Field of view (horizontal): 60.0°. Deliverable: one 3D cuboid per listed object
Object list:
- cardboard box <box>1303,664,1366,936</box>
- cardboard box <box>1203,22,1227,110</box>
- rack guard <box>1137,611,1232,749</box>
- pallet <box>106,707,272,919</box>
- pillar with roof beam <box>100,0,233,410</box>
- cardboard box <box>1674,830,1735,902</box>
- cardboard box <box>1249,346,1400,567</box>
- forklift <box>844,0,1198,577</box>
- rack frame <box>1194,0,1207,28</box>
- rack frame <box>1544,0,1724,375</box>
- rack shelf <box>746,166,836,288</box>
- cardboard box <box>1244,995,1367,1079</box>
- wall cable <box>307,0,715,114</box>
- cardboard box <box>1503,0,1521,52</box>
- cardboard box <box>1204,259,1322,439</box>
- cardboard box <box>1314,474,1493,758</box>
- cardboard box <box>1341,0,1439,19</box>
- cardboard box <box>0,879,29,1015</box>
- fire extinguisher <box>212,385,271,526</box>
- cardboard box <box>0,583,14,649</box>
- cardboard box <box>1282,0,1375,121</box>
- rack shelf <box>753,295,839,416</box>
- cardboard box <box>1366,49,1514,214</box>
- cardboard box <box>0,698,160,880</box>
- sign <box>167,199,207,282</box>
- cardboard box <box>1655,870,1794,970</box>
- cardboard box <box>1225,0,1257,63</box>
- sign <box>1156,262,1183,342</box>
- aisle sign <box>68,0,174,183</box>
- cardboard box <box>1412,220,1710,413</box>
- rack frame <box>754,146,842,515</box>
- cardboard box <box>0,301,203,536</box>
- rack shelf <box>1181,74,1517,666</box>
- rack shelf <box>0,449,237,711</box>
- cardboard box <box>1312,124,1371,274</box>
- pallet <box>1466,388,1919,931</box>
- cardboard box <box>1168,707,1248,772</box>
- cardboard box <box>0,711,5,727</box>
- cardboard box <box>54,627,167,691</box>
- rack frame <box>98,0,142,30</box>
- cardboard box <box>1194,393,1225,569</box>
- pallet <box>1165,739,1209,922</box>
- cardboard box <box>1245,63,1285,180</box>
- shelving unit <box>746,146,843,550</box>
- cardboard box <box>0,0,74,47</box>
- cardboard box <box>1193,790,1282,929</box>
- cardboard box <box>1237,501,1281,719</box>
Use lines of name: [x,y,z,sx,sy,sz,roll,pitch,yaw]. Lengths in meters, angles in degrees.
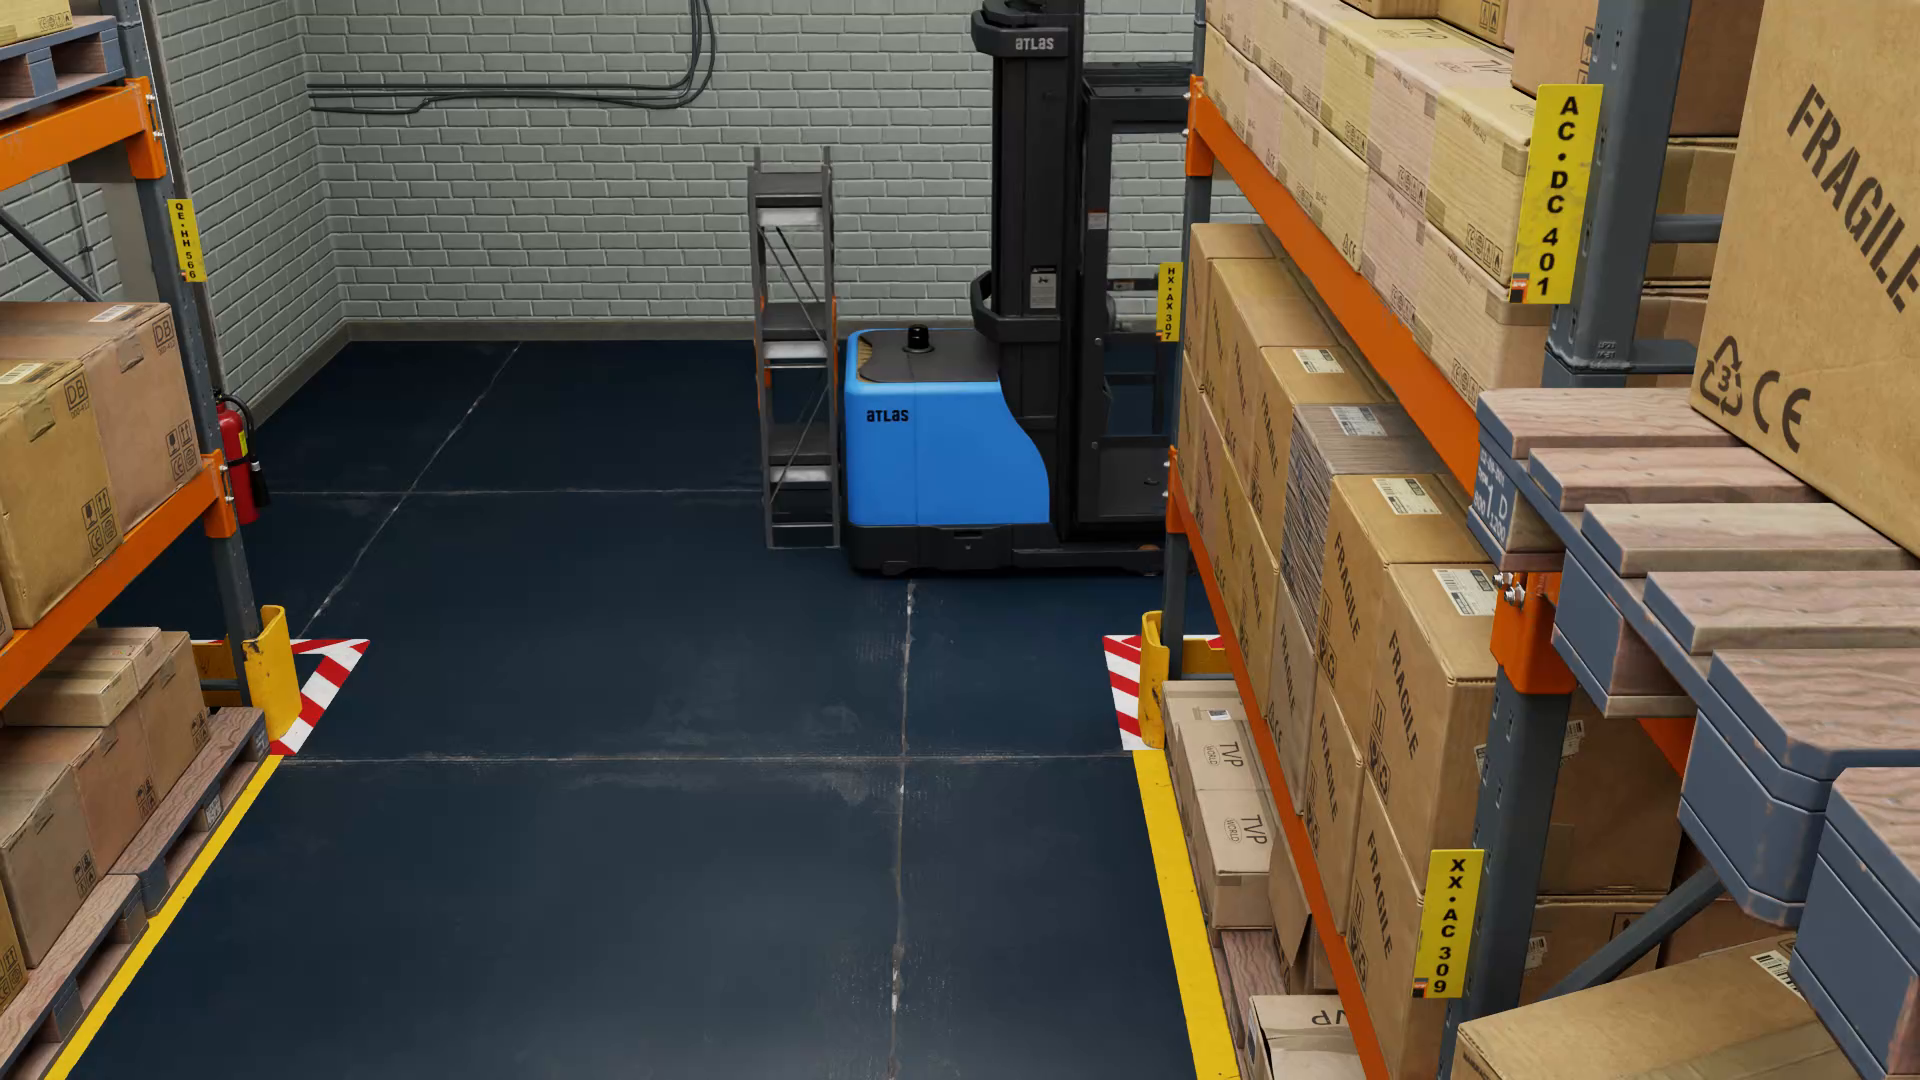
cardboard box: [1.160,0.625,4.108,0.500,0.500,0.500,0,24,1]
cardboard box: [1.136,-1.646,5.792,0.500,0.250,0.500,0,24,-1]
rack guard: [1.386,0.609,7.296,1.175,0.500,0.348,0,24,-1]
pallet: [-3.481,1.063,6.645,1.003,0.211,1.213,0,24,-1]
pillar with roof beam: [-0.158,-4.399,8.055,9.100,9.000,0.400,0,24,-1]
cardboard box: [1.705,0.391,3.411,0.500,0.500,0.500,0,24,1]
cardboard box: [1.147,-0.247,4.822,0.500,0.500,0.500,0,24,-1]
forklift: [0.895,-1.360,8.701,3.031,2.935,1.130,-1,24,-2]
rack frame: [1.385,-3.294,5.614,1.000,3.000,0.127,0,24,-1]
rack frame: [1.429,-1.646,1.970,1.000,3.000,0.127,0,24,-1]
rack shelf: [-0.870,-1.633,8.648,0.431,0.518,0.480,-1,24,-2]
cardboard box: [1.131,1.569,4.869,0.500,0.311,0.500,0,24,-1]
wall cable: [-3.273,-4.188,11.358,3.097,2.526,0.112,0,24,-1]
cardboard box: [1.522,-1.187,3.261,0.700,0.500,0.500,0,24,-1]
cardboard box: [1.140,-0.663,5.740,0.500,0.500,0.500,0,24,0]
cardboard box: [1.156,0.168,3.904,0.500,0.500,0.500,-1,24,-2]
cardboard box: [1.352,-1.599,4.170,0.700,0.500,0.500,0,24,-1]
cardboard box: [-3.436,1.332,5.190,0.700,0.500,0.500,0,24,1]
fire extinguisher: [-3.108,-0.396,7.032,0.296,0.674,0.183,0,24,-1]
cardboard box: [-3.534,0.150,4.914,0.980,0.700,0.700,-1,24,-3]
cardboard box: [1.142,-1.256,4.323,0.500,0.250,0.500,0,24,-1]
rack shelf: [-0.870,-0.996,8.936,0.431,0.518,0.480,-1,24,-2]
cardboard box: [1.150,-0.844,3.412,0.500,0.250,0.500,0,24,-1]
cardboard box: [-3.455,0.905,6.134,0.700,0.500,0.500,0,24,-1]
sign: [-3.025,-1.169,6.503,0.100,0.325,0.005,0,24,-1]
cardboard box: [1.696,0.831,3.652,0.500,0.500,0.500,0,24,1]
cardboard box: [1.129,-1.668,5.234,0.500,0.250,0.500,0,24,-1]
sign: [0.843,-0.953,6.666,0.100,0.325,0.005,0,24,-1]
aisle sign: [-3.269,-1.753,6.330,0.394,0.787,0.004,0,24,-1]
cardboard box: [1.157,-0.410,3.059,0.500,0.250,0.500,0,24,-1]
rack frame: [-0.881,-1.108,9.153,0.400,2.100,0.015,-1,24,-2]
cardboard box: [-3.553,-0.464,6.271,0.980,0.700,0.700,1,24,2]
rack shelf: [1.407,-0.776,4.558,1.077,0.370,4.000,0,24,-1]
rack shelf: [-3.546,0.615,5.124,1.077,0.370,4.000,0,24,-1]
cardboard box: [1.149,-0.822,3.970,0.500,0.250,0.500,0,24,-1]
pallet: [1.366,0.075,2.032,1.213,0.211,1.003,0,24,-1]
cardboard box: [1.049,0.807,6.731,0.380,0.166,0.250,0,24,-1]
cardboard box: [-3.656,0.561,6.106,0.380,0.149,0.250,0,24,0]
cardboard box: [-3.277,0.455,6.341,0.380,0.149,0.250,-1,24,-1]
rack frame: [-3.568,-3.271,5.561,1.000,3.000,0.127,0,24,-1]
cardboard box: [1.137,-0.210,5.953,0.500,0.500,0.500,0,24,-1]
pallet: [1.396,1.070,6.629,1.003,0.211,1.213,0,24,-1]
cardboard box: [1.136,-1.234,4.881,0.500,0.250,0.500,0,24,-1]
shelving unit: [-0.870,-1.008,8.931,0.431,2.100,0.503,-1,24,-2]
cardboard box: [-3.295,-1.772,5.439,0.500,0.250,0.500,0,24,1]
cardboard box: [1.118,1.129,5.917,0.500,0.250,0.500,0,24,-1]
cardboard box: [1.144,0.203,5.040,0.500,0.500,0.500,0,24,0]
